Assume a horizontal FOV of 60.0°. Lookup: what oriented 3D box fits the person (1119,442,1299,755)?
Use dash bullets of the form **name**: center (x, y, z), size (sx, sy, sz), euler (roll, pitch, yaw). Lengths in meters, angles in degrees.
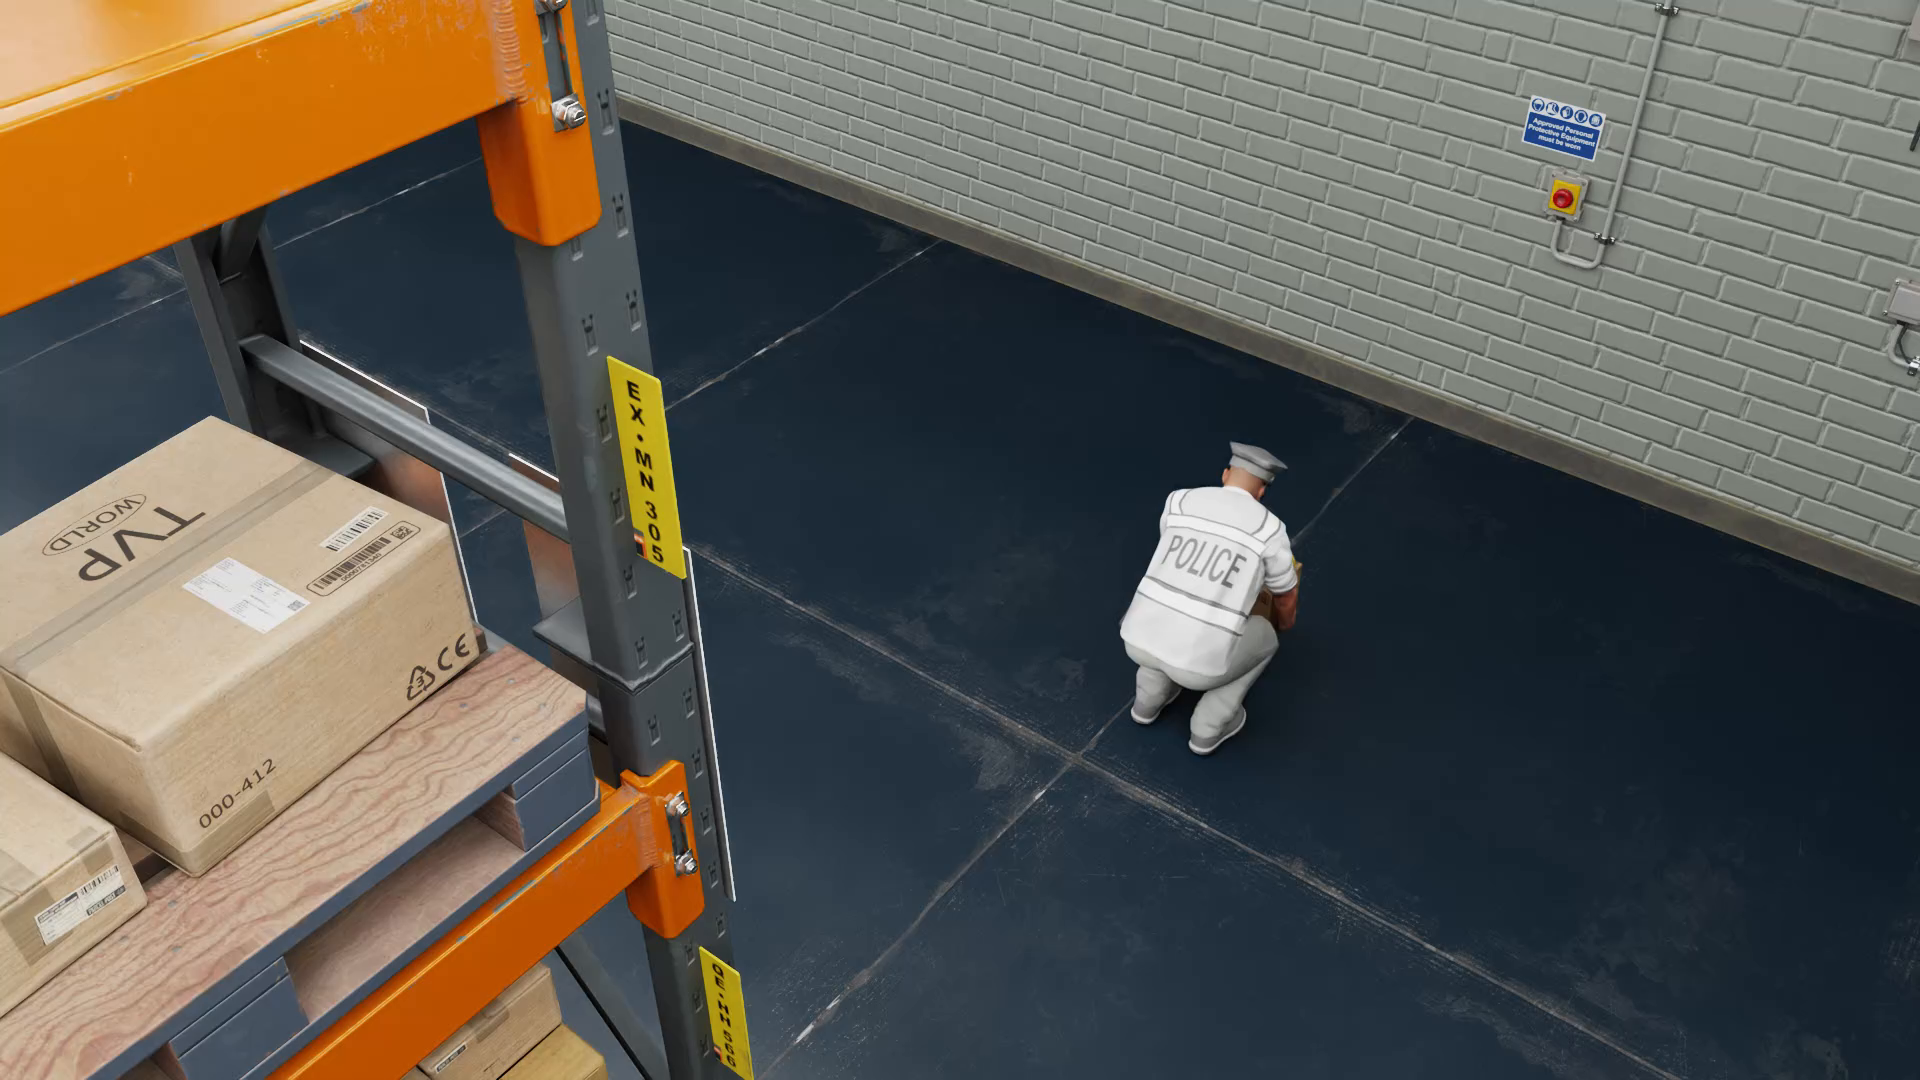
- **person**: center (0.950, 0.224, 6.423), size (0.556, 1.065, 0.918), euler (25, 45, 28)
